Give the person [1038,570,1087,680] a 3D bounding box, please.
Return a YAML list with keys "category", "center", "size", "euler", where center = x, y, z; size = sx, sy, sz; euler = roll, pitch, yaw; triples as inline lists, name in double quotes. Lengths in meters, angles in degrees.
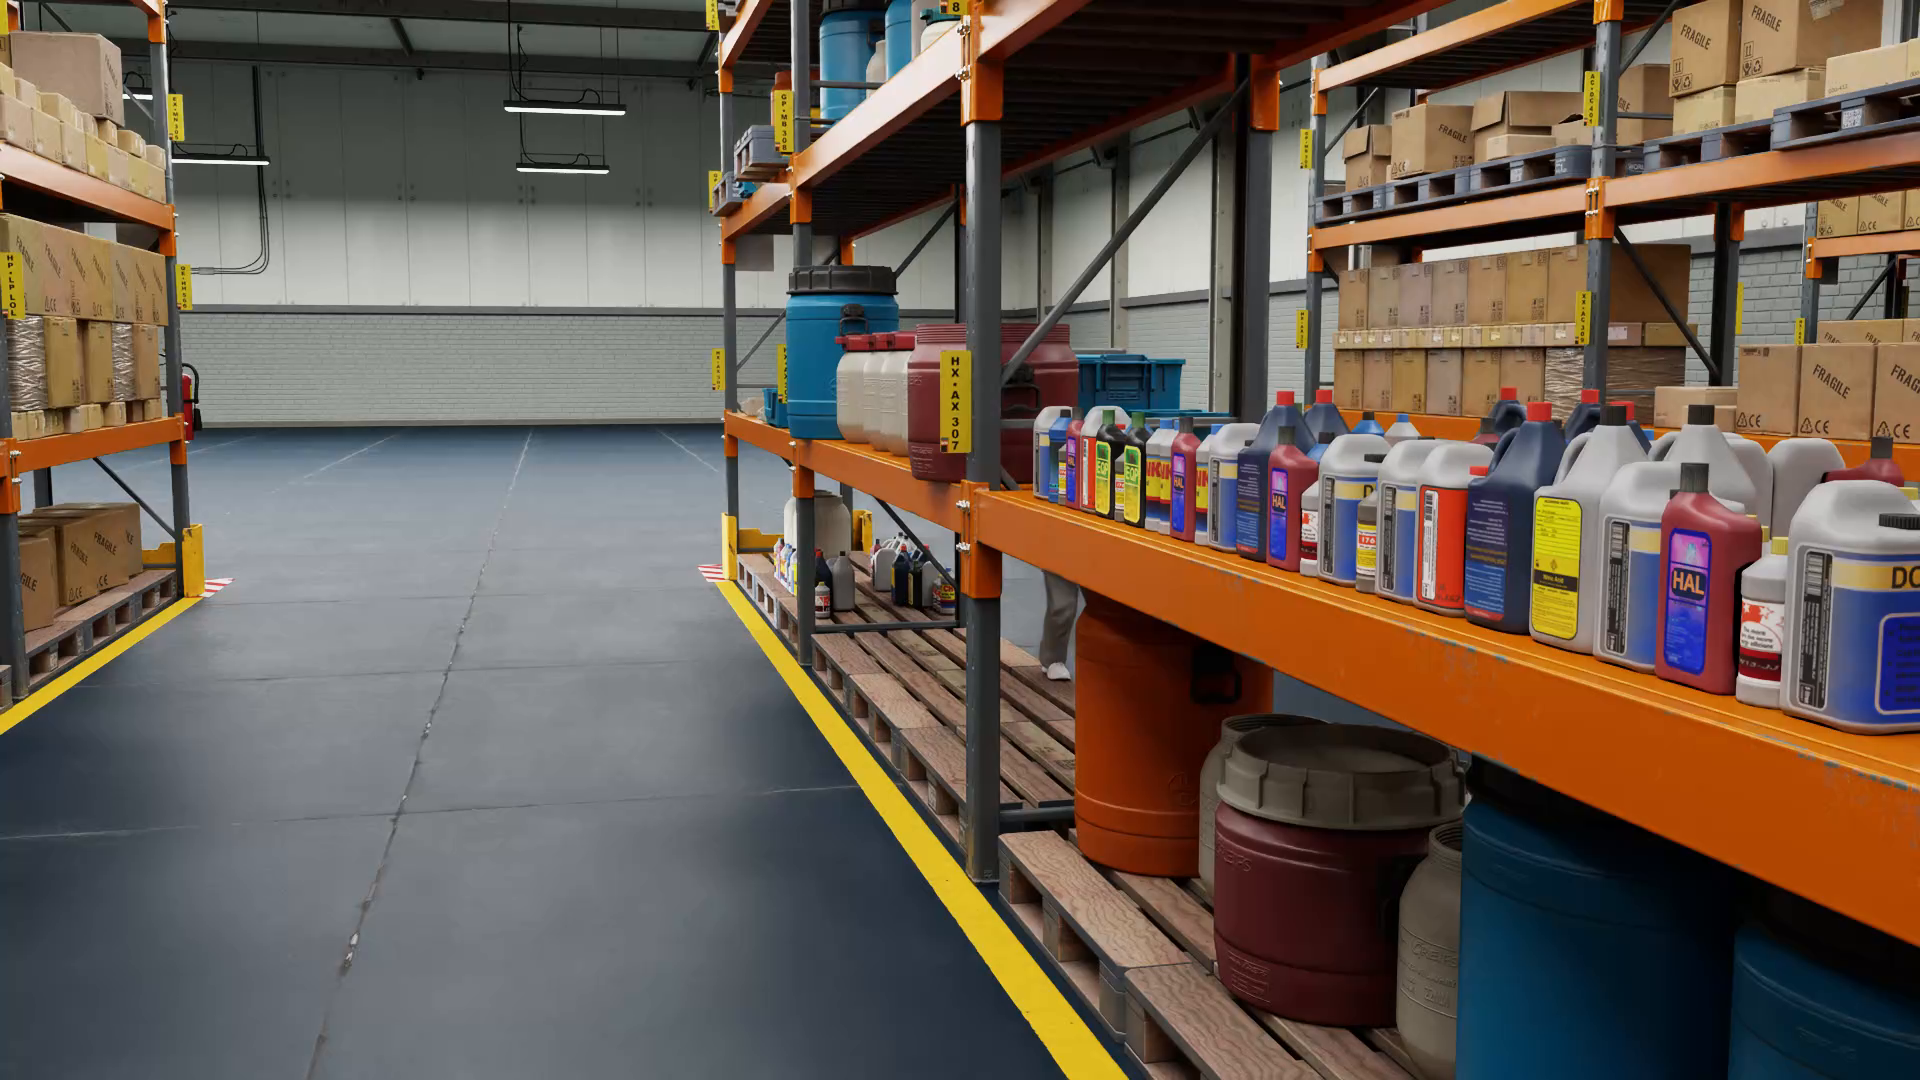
- category: "person"
  center: [0.579, 0.044, 7.860]
  size: [0.439, 1.653, 0.516]
  euler: [-2, 6, -15]
